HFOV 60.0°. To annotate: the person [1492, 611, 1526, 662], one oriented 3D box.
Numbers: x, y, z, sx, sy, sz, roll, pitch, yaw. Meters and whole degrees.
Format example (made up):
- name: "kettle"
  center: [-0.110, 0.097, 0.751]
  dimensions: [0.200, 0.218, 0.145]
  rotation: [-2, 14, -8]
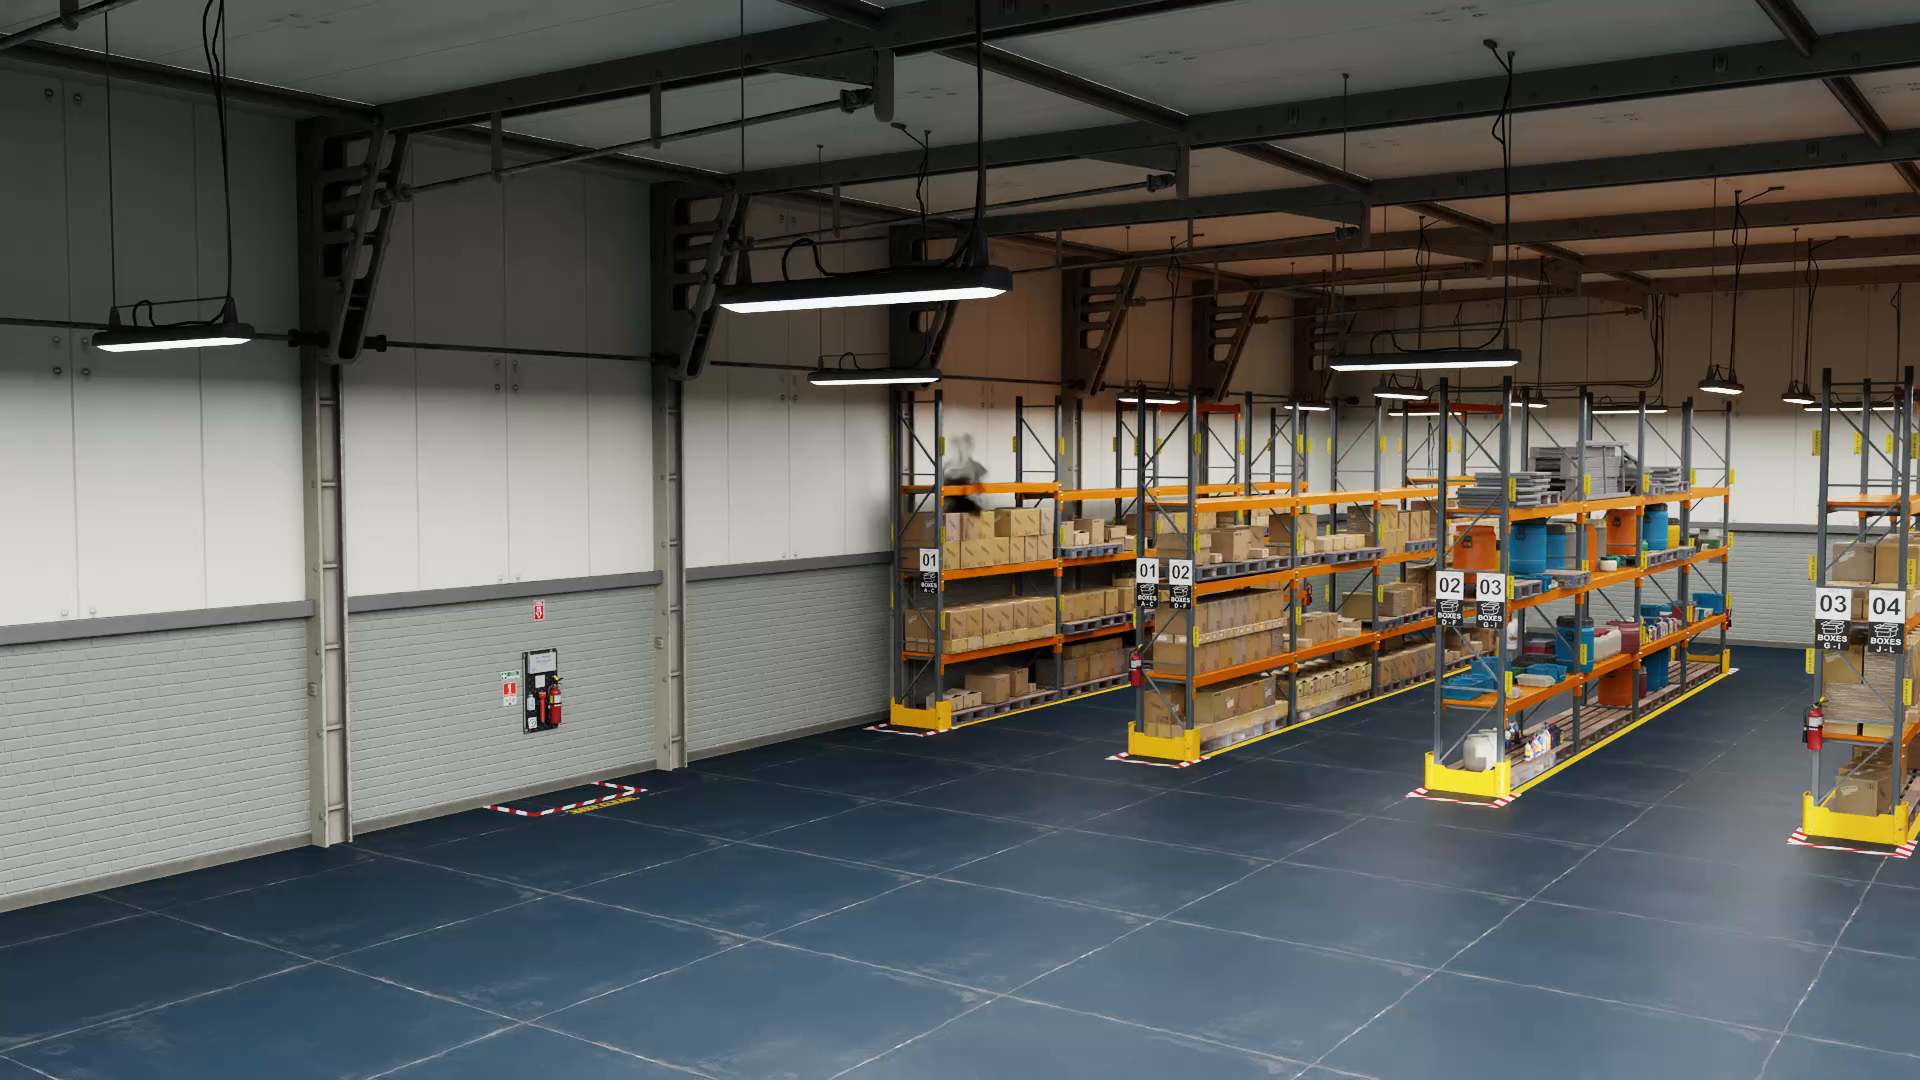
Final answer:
- name: "person"
  center: [11.116, 2.213, 33.765]
  dimensions: [0.701, 1.798, 0.801]
  rotation: [2, 4, 28]
